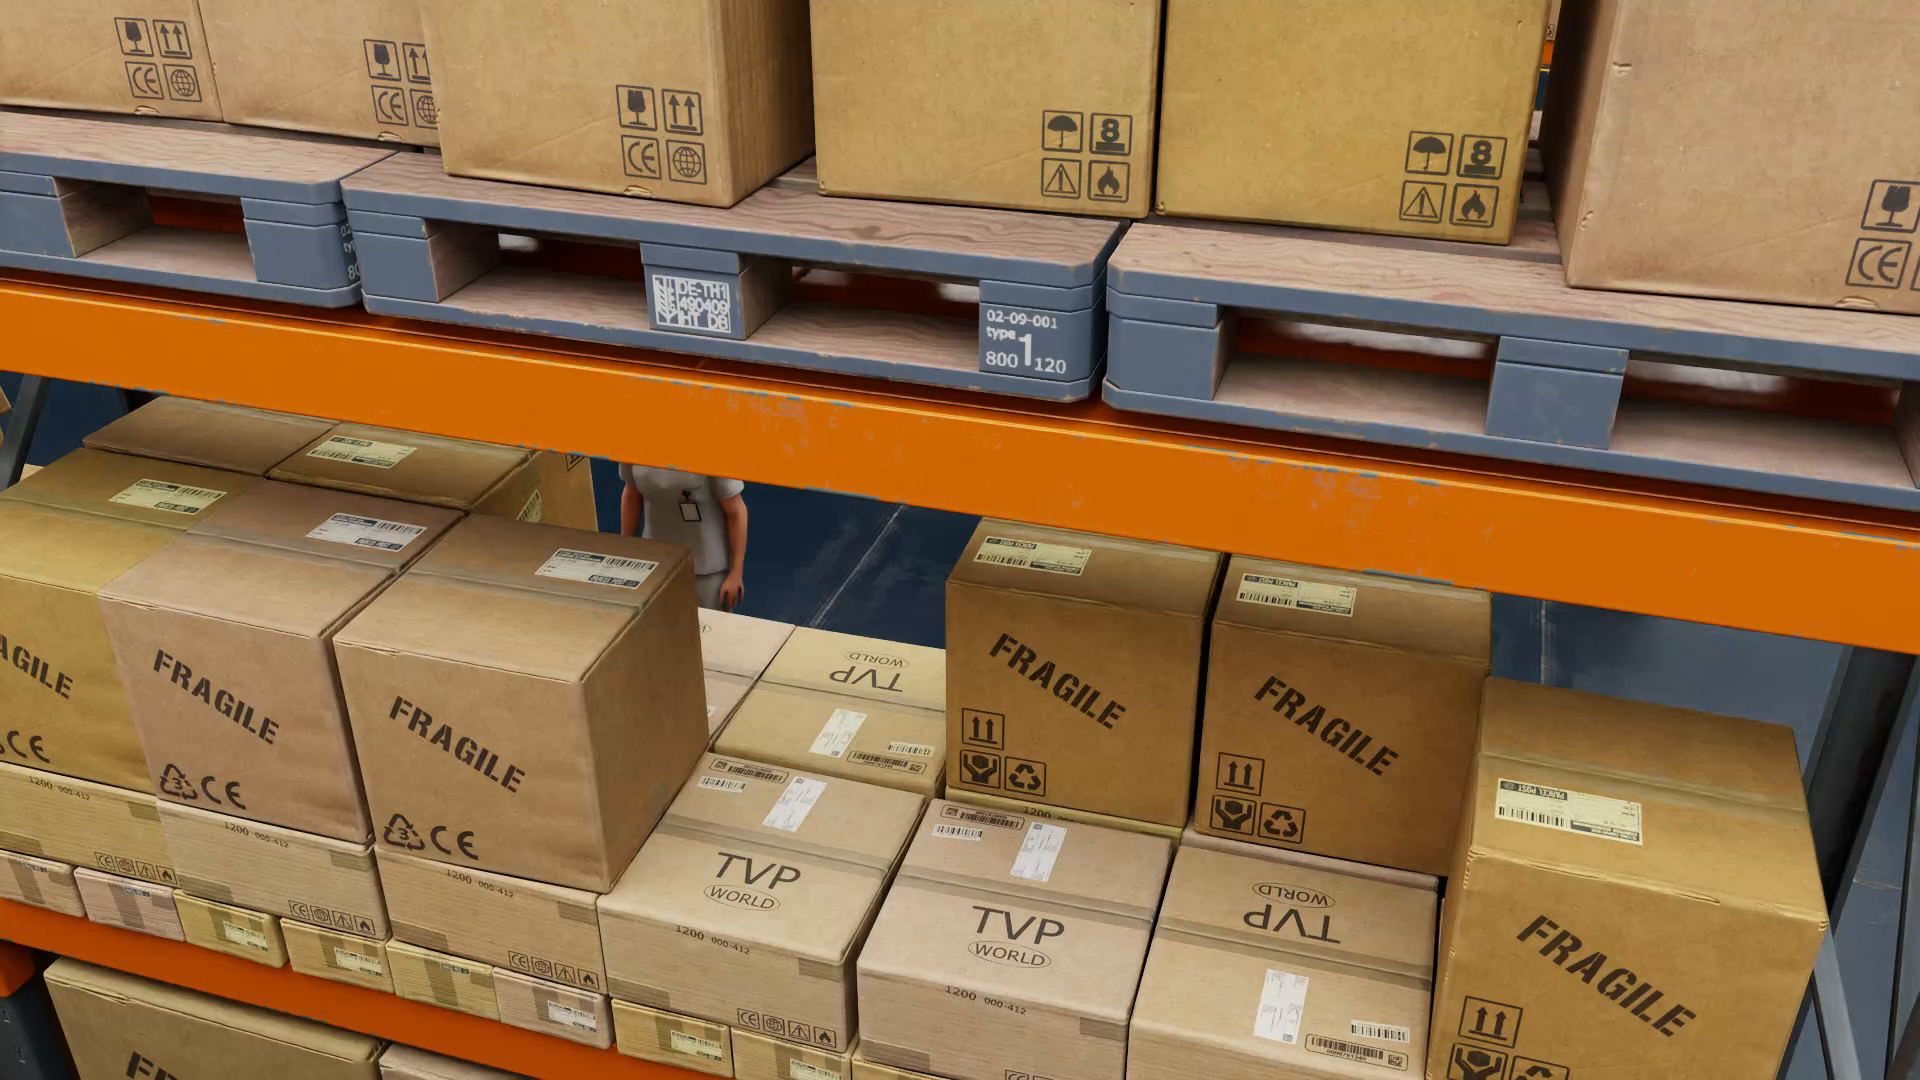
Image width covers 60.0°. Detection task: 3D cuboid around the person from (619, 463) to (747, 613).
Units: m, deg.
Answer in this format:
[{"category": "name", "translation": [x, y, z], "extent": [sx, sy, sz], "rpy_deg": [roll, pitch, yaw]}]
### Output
[{"category": "person", "translation": [-0.993, 0.113, 5.927], "extent": [0.485, 1.673, 0.407], "rpy_deg": [9, 30, 15]}]
